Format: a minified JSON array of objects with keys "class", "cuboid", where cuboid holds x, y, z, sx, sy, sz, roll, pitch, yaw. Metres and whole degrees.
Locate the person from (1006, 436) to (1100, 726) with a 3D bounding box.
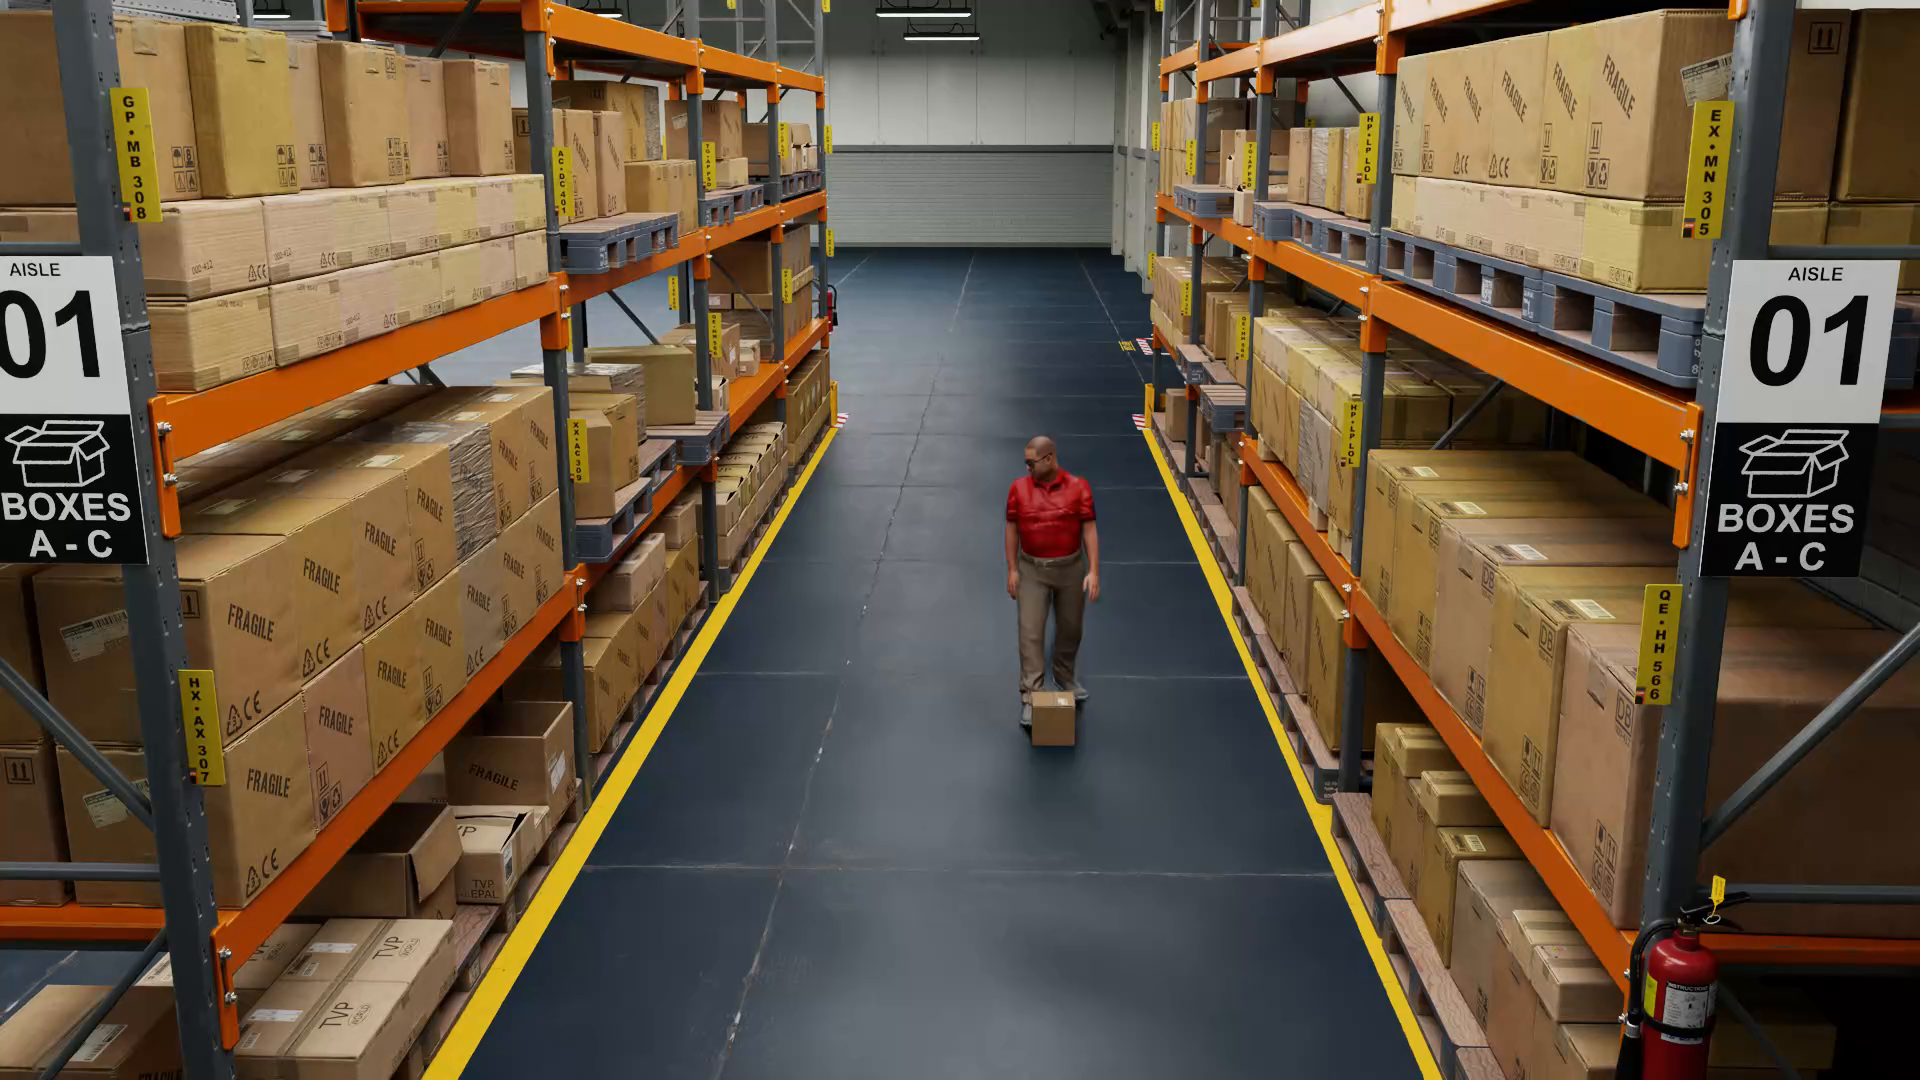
[{"class":"person","cuboid":[0.561,0.221,10.088,0.572,1.708,0.772,0,14,2]}]
